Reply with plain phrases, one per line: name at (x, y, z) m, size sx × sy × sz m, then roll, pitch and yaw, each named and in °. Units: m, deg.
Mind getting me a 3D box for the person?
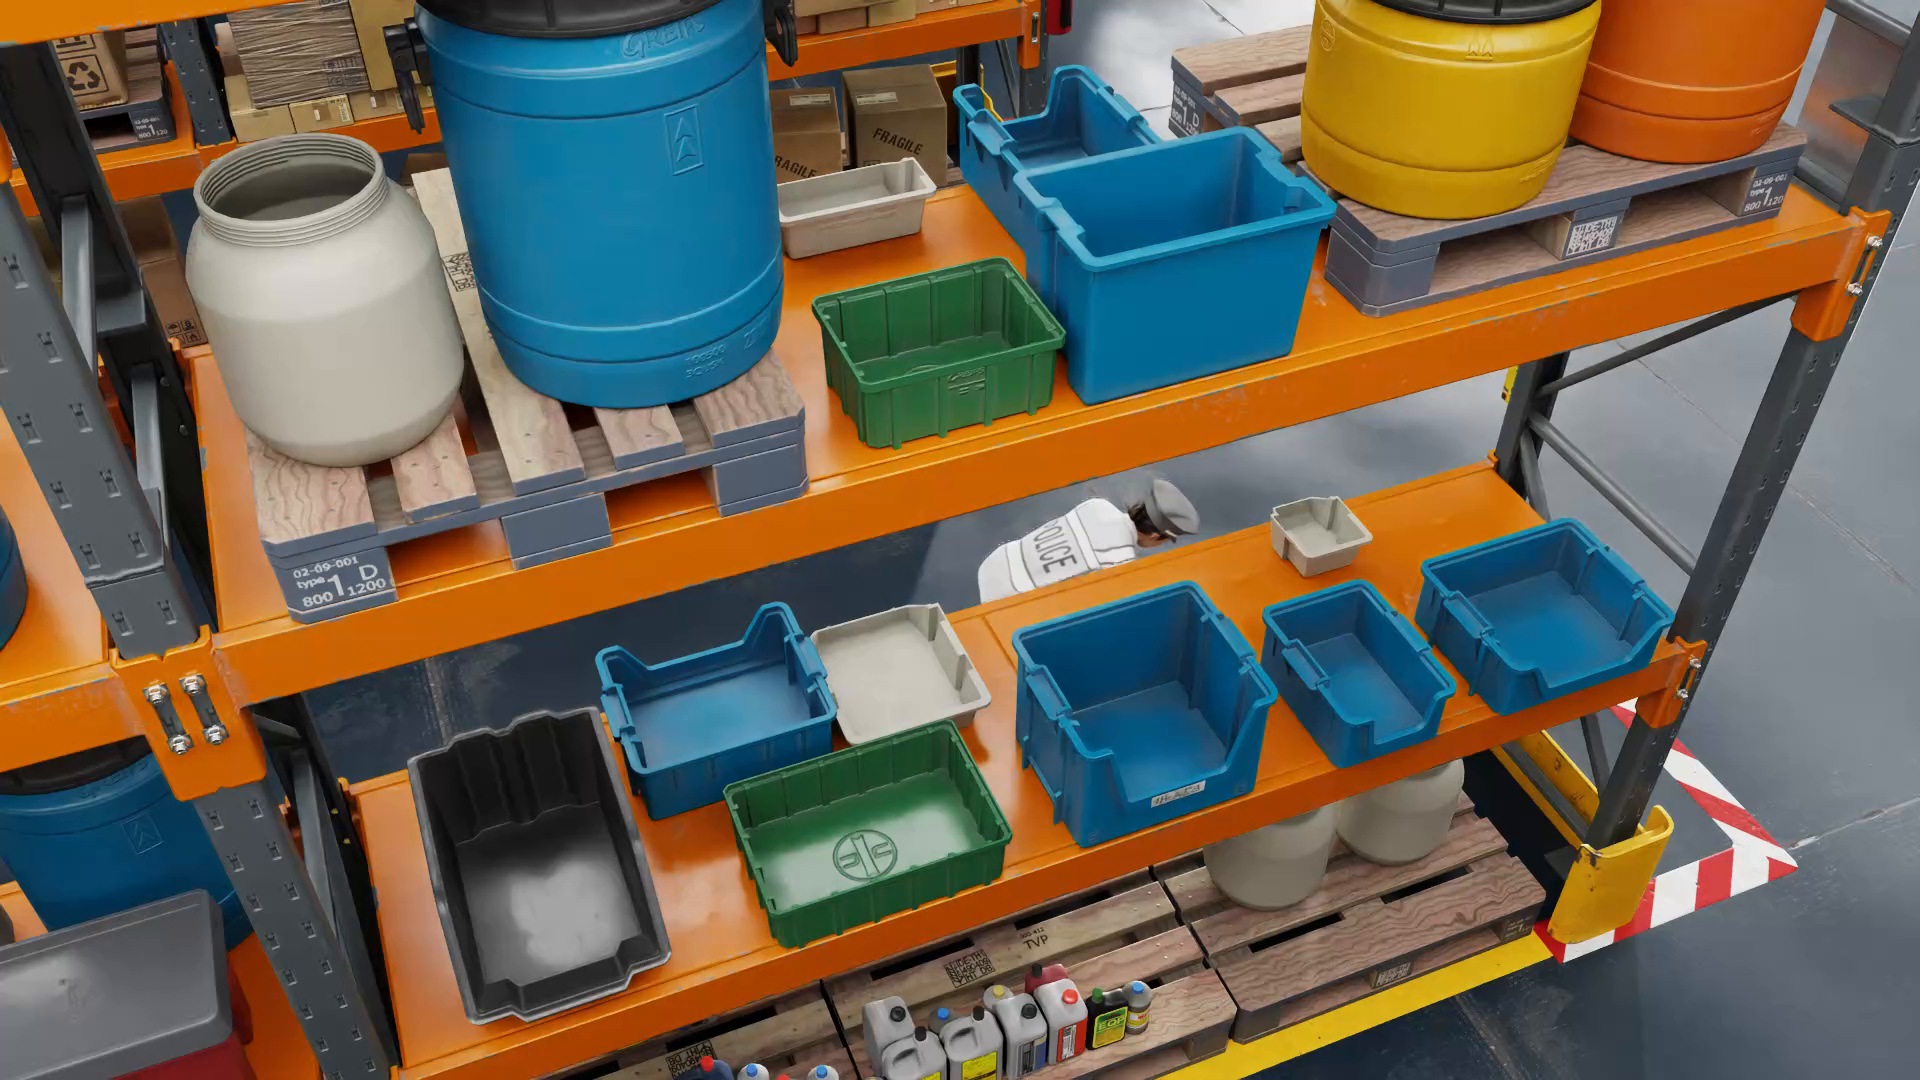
person at (0.498, 0.182, 6.535) m, size 0.854 × 0.900 × 0.473 m, roll -2°, pitch 42°, yaw -3°
